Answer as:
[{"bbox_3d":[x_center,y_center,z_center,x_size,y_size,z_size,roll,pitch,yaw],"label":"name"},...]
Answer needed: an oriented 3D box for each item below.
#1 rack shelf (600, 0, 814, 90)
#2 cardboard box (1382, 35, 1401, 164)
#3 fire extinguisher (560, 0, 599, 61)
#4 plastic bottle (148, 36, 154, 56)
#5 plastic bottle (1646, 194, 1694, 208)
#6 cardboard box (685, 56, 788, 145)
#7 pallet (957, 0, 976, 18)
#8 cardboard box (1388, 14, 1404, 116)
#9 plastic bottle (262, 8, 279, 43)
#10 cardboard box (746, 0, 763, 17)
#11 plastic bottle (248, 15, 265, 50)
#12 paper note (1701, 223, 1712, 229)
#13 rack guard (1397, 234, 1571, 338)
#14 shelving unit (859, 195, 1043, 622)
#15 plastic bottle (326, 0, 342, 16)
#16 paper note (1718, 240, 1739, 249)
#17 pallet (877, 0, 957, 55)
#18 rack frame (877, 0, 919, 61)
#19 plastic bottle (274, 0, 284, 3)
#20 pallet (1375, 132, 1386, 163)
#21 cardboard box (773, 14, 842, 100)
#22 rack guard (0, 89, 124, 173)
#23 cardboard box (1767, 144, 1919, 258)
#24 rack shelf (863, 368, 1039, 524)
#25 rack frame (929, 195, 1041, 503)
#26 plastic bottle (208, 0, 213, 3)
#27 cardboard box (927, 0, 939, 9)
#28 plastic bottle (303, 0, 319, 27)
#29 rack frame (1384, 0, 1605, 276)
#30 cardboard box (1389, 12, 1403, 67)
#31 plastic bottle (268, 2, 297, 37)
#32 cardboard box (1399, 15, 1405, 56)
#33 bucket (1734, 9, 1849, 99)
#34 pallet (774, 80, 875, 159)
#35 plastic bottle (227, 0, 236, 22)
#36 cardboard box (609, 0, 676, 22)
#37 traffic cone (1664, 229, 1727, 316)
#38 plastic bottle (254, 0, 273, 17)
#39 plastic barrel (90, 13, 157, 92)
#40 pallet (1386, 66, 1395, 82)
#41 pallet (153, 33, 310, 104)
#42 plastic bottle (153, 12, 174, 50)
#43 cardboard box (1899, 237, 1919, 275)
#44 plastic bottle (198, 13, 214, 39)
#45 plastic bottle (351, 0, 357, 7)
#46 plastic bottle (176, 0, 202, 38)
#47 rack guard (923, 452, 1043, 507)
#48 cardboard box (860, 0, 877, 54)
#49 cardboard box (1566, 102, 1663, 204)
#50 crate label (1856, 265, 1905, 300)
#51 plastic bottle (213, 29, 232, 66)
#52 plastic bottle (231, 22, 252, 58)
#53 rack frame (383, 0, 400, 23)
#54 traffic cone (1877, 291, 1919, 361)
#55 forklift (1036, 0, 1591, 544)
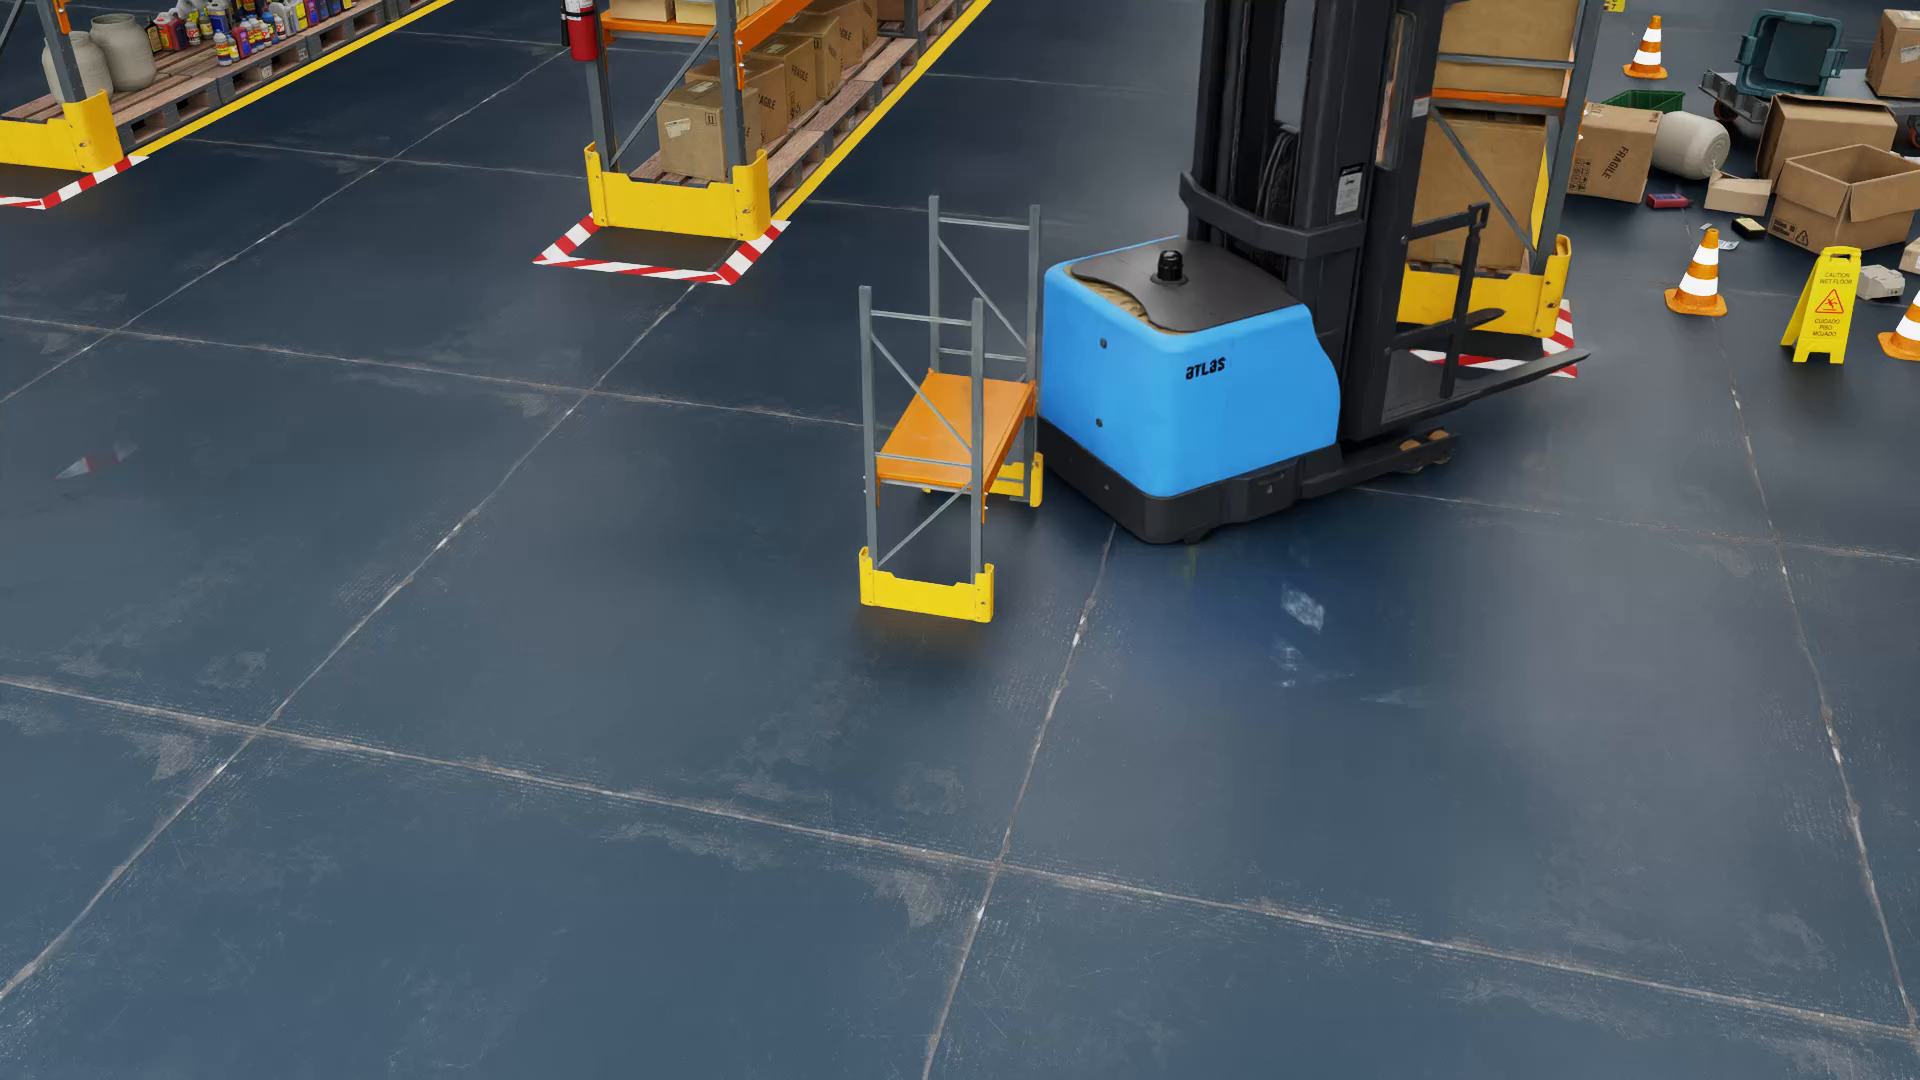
[{"bbox_3d":[-1.360,-4.066,12.020,1.077,0.370,4.000,8,33,12],"label":"rack shelf"},{"bbox_3d":[3.234,-2.702,10.793,0.875,0.875,0.875,8,33,12],"label":"cardboard box"},{"bbox_3d":[-2.342,-3.302,10.220,0.296,0.674,0.183,8,33,12],"label":"fire extinguisher"},{"bbox_3d":[-6.616,-4.023,13.481,0.097,0.201,0.097,0,32,0],"label":"plastic bottle"},{"bbox_3d":[4.839,-2.311,11.329,0.283,0.061,0.133,-3,33,-4],"label":"plastic bottle"},{"bbox_3d":[-1.574,-3.090,11.754,0.500,0.500,0.500,17,36,25],"label":"cardboard box"},{"bbox_3d":[-0.348,-5.270,15.842,1.003,0.211,1.213,8,33,12],"label":"pallet"},{"bbox_3d":[3.693,-3.643,12.274,0.875,0.875,0.875,9,33,13],"label":"cardboard box"},{"bbox_3d":[-5.733,-4.273,13.809,0.097,0.271,0.097,0,32,0],"label":"plastic bottle"},{"bbox_3d":[-1.482,-3.468,10.643,0.380,0.149,0.250,8,33,12],"label":"cardboard box"},{"bbox_3d":[-5.784,-4.168,13.644,0.097,0.271,0.097,0,32,0],"label":"plastic bottle"},{"bbox_3d":[4.939,-2.077,11.008,0.032,0.001,0.123,28,42,36],"label":"paper note"},{"bbox_3d":[2.899,-1.536,9.701,1.175,0.500,0.348,8,33,12],"label":"rack guard"},{"bbox_3d":[-0.019,-0.593,7.285,0.587,1.500,1.083,8,33,12],"label":"shelving unit"},{"bbox_3d":[-5.528,-4.776,14.525,0.144,0.351,0.185,7,33,11],"label":"plastic bottle"},{"bbox_3d":[4.934,-1.911,10.729,0.144,0.017,0.142,20,38,29],"label":"paper note"},{"bbox_3d":[-0.656,-4.635,14.843,1.003,0.211,1.213,8,33,12],"label":"pallet"},{"bbox_3d":[-0.852,-5.407,13.460,1.000,3.000,0.127,8,33,12],"label":"rack frame"},{"bbox_3d":[-5.764,-4.481,14.124,0.061,0.283,0.133,8,33,12],"label":"plastic bottle"},{"bbox_3d":[3.344,-2.484,11.460,1.003,0.211,1.213,8,33,12],"label":"pallet"},{"bbox_3d":[-1.212,-3.696,12.707,0.500,0.500,0.500,5,33,8],"label":"cardboard box"},{"bbox_3d":[-6.684,-2.997,11.998,1.175,0.500,0.348,8,33,12],"label":"rack guard"},{"bbox_3d":[5.715,-2.185,10.718,0.797,0.503,0.637,-14,35,-21],"label":"cardboard box"},{"bbox_3d":[-0.022,-0.437,7.375,0.538,0.185,1.000,8,33,12],"label":"rack shelf"},{"bbox_3d":[0.107,-0.852,7.693,0.500,1.500,0.032,8,33,12],"label":"rack frame"},{"bbox_3d":[-6.379,-4.580,14.281,0.061,0.283,0.133,9,34,15],"label":"plastic bottle"},{"bbox_3d":[-0.536,-5.099,14.894,0.700,0.500,0.500,8,33,12],"label":"cardboard box"},{"bbox_3d":[-5.577,-4.558,14.245,0.061,0.283,0.133,10,34,16],"label":"plastic bottle"},{"bbox_3d":[2.905,-2.604,9.050,1.000,3.000,0.127,8,33,12],"label":"rack frame"},{"bbox_3d":[3.990,-4.242,13.332,1.050,0.750,0.750,8,33,12],"label":"cardboard box"},{"bbox_3d":[-5.703,-4.393,13.993,0.152,0.276,0.135,9,33,13],"label":"plastic bottle"},{"bbox_3d":[3.074,-3.154,9.776,0.875,0.550,0.550,8,33,12],"label":"cardboard box"},{"bbox_3d":[6.115,-3.555,12.180,0.726,0.611,0.620,20,28,29],"label":"bucket"},{"bbox_3d":[-1.296,-3.242,12.653,1.003,0.211,1.213,8,33,12],"label":"pallet"},{"bbox_3d":[-6.298,-4.574,14.282,0.097,0.271,0.097,0,32,0],"label":"plastic bottle"},{"bbox_3d":[-1.995,-3.401,10.539,0.380,0.149,0.250,8,33,12],"label":"cardboard box"},{"bbox_3d":[4.413,-1.615,9.860,0.336,0.463,0.334,8,33,12],"label":"traffic cone"},{"bbox_3d":[-6.110,-4.767,14.512,0.144,0.351,0.185,8,33,12],"label":"plastic bottle"},{"bbox_3d":[-6.438,-3.745,12.773,0.421,0.512,0.421,0,32,0],"label":"plastic barrel"},{"bbox_3d":[4.043,-3.913,13.709,1.003,0.211,1.213,8,33,12],"label":"pallet"},{"bbox_3d":[-6.161,-3.927,13.730,1.003,0.211,1.213,8,33,12],"label":"pallet"},{"bbox_3d":[-6.526,-4.182,13.661,0.152,0.276,0.135,8,33,13],"label":"plastic bottle"},{"bbox_3d":[6.097,-1.734,10.339,0.380,0.149,0.250,28,42,36],"label":"cardboard box"},{"bbox_3d":[-6.324,-4.315,13.940,0.097,0.201,0.097,0,32,0],"label":"plastic bottle"},{"bbox_3d":[-5.434,-4.856,14.790,0.097,0.201,0.097,0,32,0],"label":"plastic bottle"},{"bbox_3d":[-6.452,-4.372,13.890,0.144,0.351,0.185,9,34,14],"label":"plastic bottle"},{"bbox_3d":[0.107,-0.324,8.027,0.587,0.250,0.087,8,33,12],"label":"rack guard"},{"bbox_3d":[-0.992,-4.327,13.700,0.500,0.500,0.500,7,33,11],"label":"cardboard box"},{"bbox_3d":[4.519,-2.680,11.498,0.500,0.500,0.500,14,35,21],"label":"cardboard box"},{"bbox_3d":[5.559,-1.564,10.083,0.250,0.136,0.298,-8,33,-13],"label":"crate label"},{"bbox_3d":[-5.896,-3.938,13.282,0.097,0.271,0.097,0,32,0],"label":"plastic bottle"},{"bbox_3d":[-5.821,-4.058,13.460,0.061,0.283,0.133,9,33,13],"label":"plastic bottle"},{"bbox_3d":[-5.643,-6.081,14.520,1.000,3.000,0.127,8,33,12],"label":"rack frame"},{"bbox_3d":[5.420,-1.285,9.340,0.336,0.463,0.334,8,33,12],"label":"traffic cone"},{"bbox_3d":[1.911,-1.792,7.837,3.031,2.935,1.130,-18,36,-25],"label":"forklift"}]
